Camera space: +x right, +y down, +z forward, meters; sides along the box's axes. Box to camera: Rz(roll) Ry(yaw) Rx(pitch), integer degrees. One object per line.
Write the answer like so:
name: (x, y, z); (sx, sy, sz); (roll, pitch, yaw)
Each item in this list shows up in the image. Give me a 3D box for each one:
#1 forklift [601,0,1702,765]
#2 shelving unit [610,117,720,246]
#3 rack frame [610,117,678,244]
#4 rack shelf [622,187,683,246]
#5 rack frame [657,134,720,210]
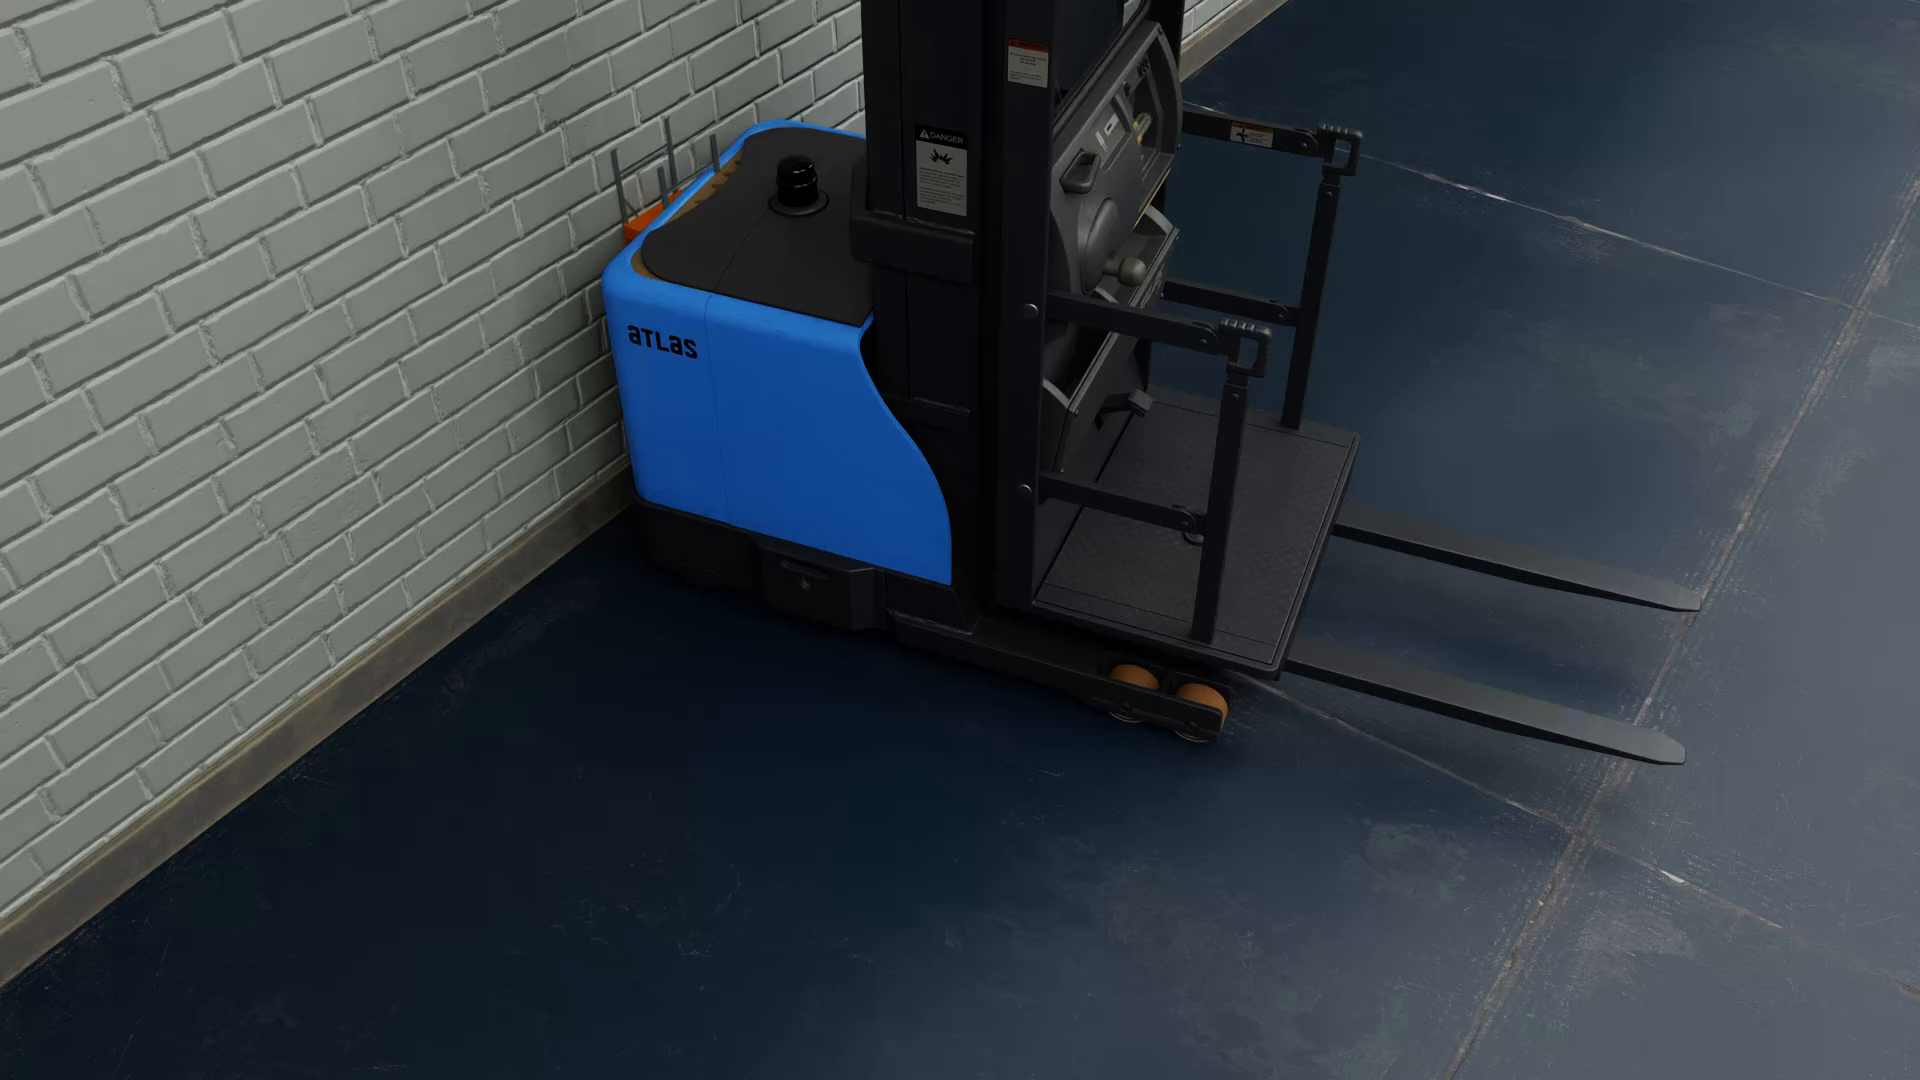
forklift: (0.583, -0.935, 4.097); (3.031, 2.935, 1.130); (15, 44, 16)
shelving unit: (-0.836, -0.687, 5.139); (0.189, 1.200, 0.258); (24, 48, 26)
rack frame: (-0.911, -0.721, 5.179); (0.006, 1.200, 0.240); (24, 48, 26)
rack shelf: (-0.842, -0.922, 4.927); (0.180, 0.103, 0.258); (24, 48, 26)
rack frame: (-0.761, -0.653, 5.099); (0.006, 1.200, 0.240); (24, 48, 26)
